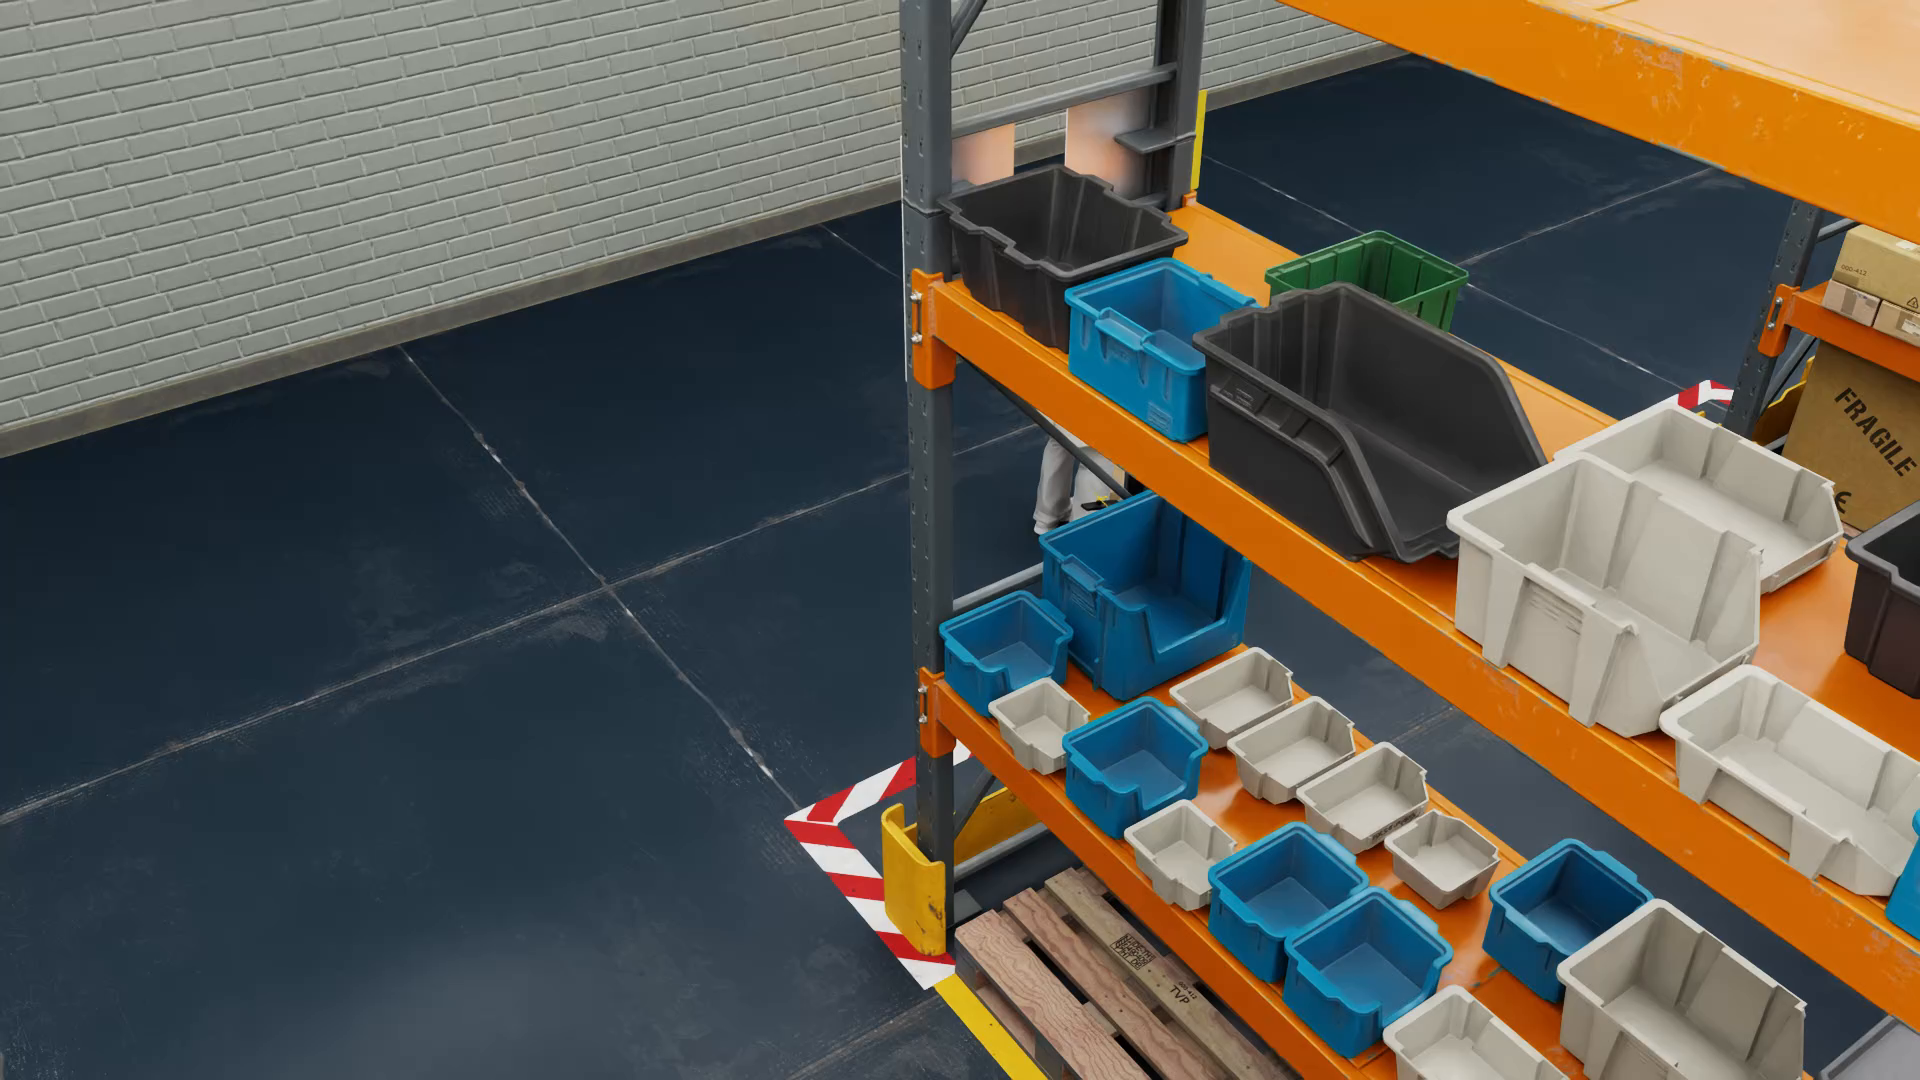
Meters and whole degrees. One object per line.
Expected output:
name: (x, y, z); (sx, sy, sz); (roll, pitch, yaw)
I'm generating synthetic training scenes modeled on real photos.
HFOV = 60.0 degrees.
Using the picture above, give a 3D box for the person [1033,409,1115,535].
person: (0.569, -0.762, 8.071); (0.429, 1.772, 0.647); (-25, 43, -30)
